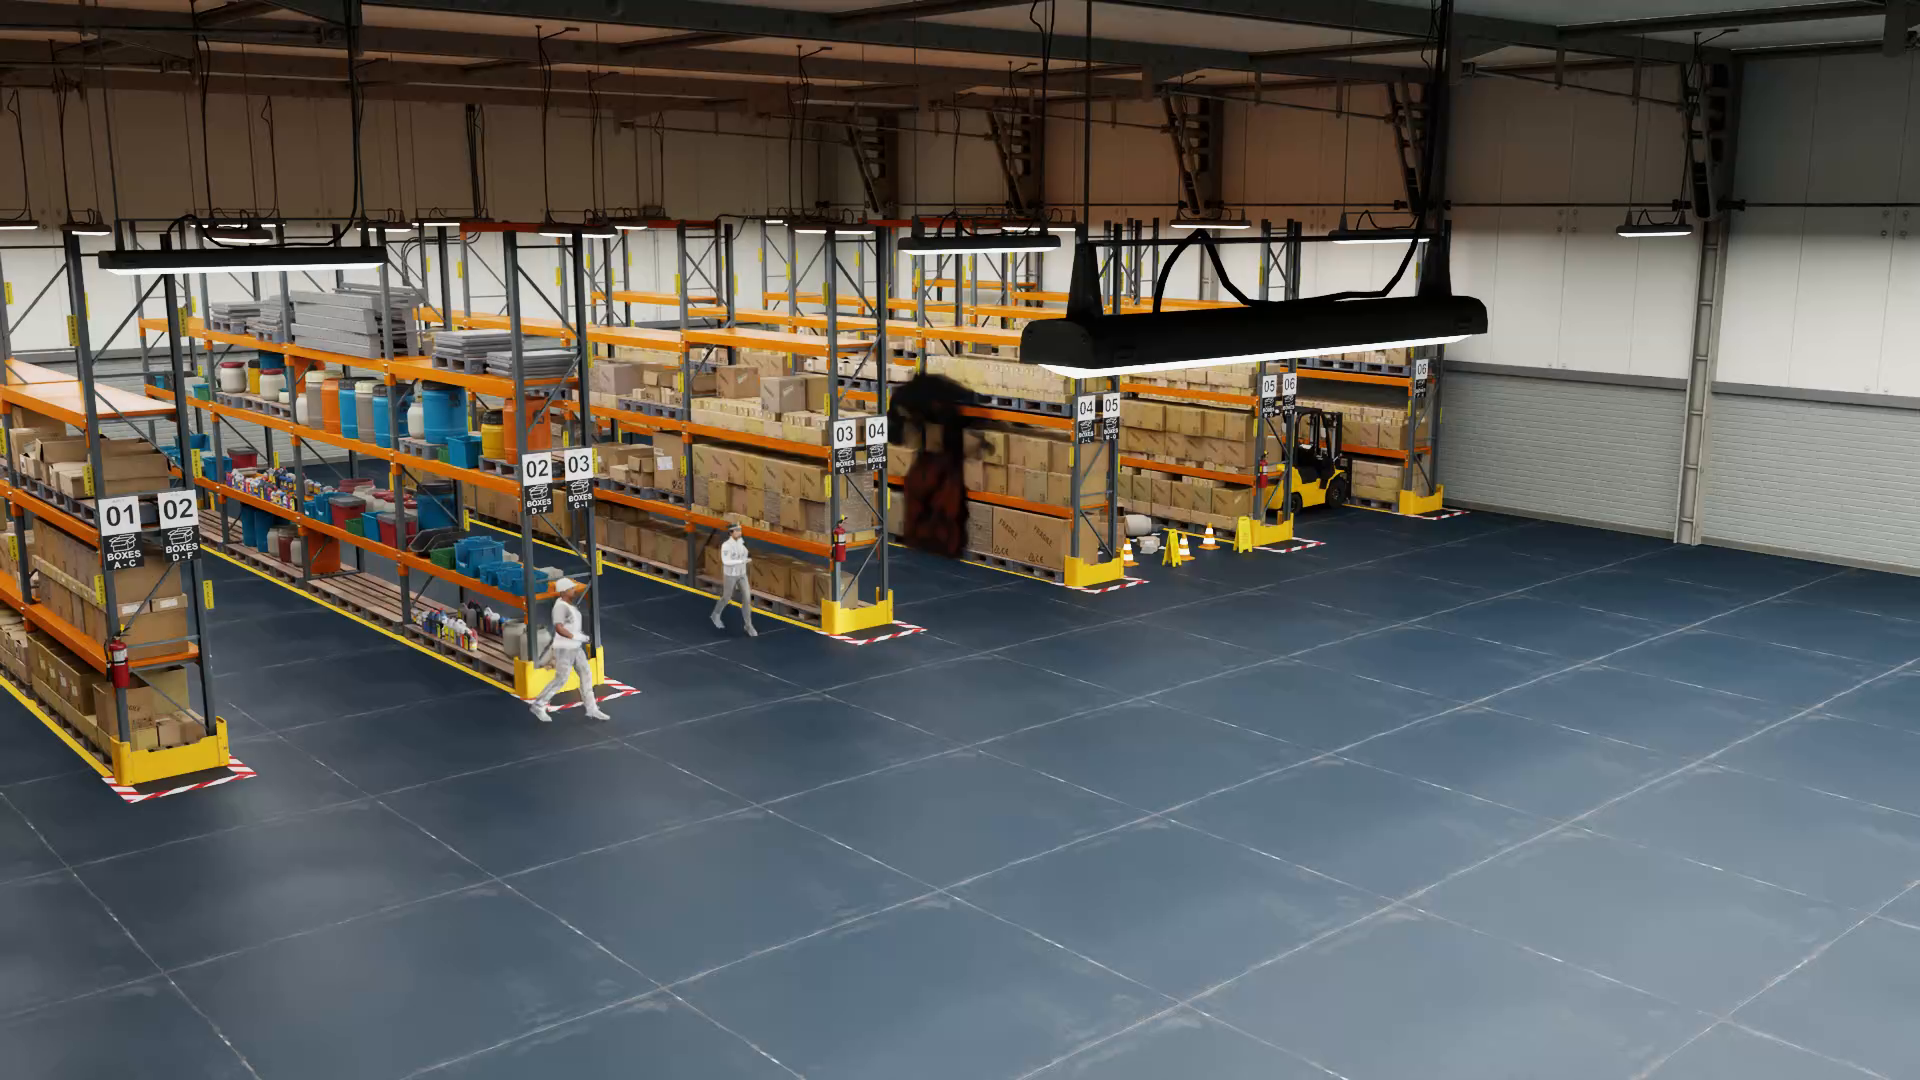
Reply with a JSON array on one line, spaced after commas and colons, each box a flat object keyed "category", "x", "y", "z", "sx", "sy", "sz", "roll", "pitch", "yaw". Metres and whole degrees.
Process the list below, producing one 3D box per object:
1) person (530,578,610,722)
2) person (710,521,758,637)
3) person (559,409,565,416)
[{"category": "person", "x": -4.842, "y": 1.350, "z": 20.662, "sx": 0.953, "sy": 1.774, "sz": 0.739, "roll": 0, "pitch": 11, "yaw": -2}, {"category": "person", "x": -3.383, "y": 0.551, "z": 24.787, "sx": 0.883, "sy": 1.715, "sz": 0.589, "roll": 9, "pitch": 15, "yaw": 38}, {"category": "person", "x": -9.523, "y": -2.393, "z": 39.761, "sx": 0.540, "sy": 1.570, "sz": 0.594, "roll": 0, "pitch": 11, "yaw": 2}]
